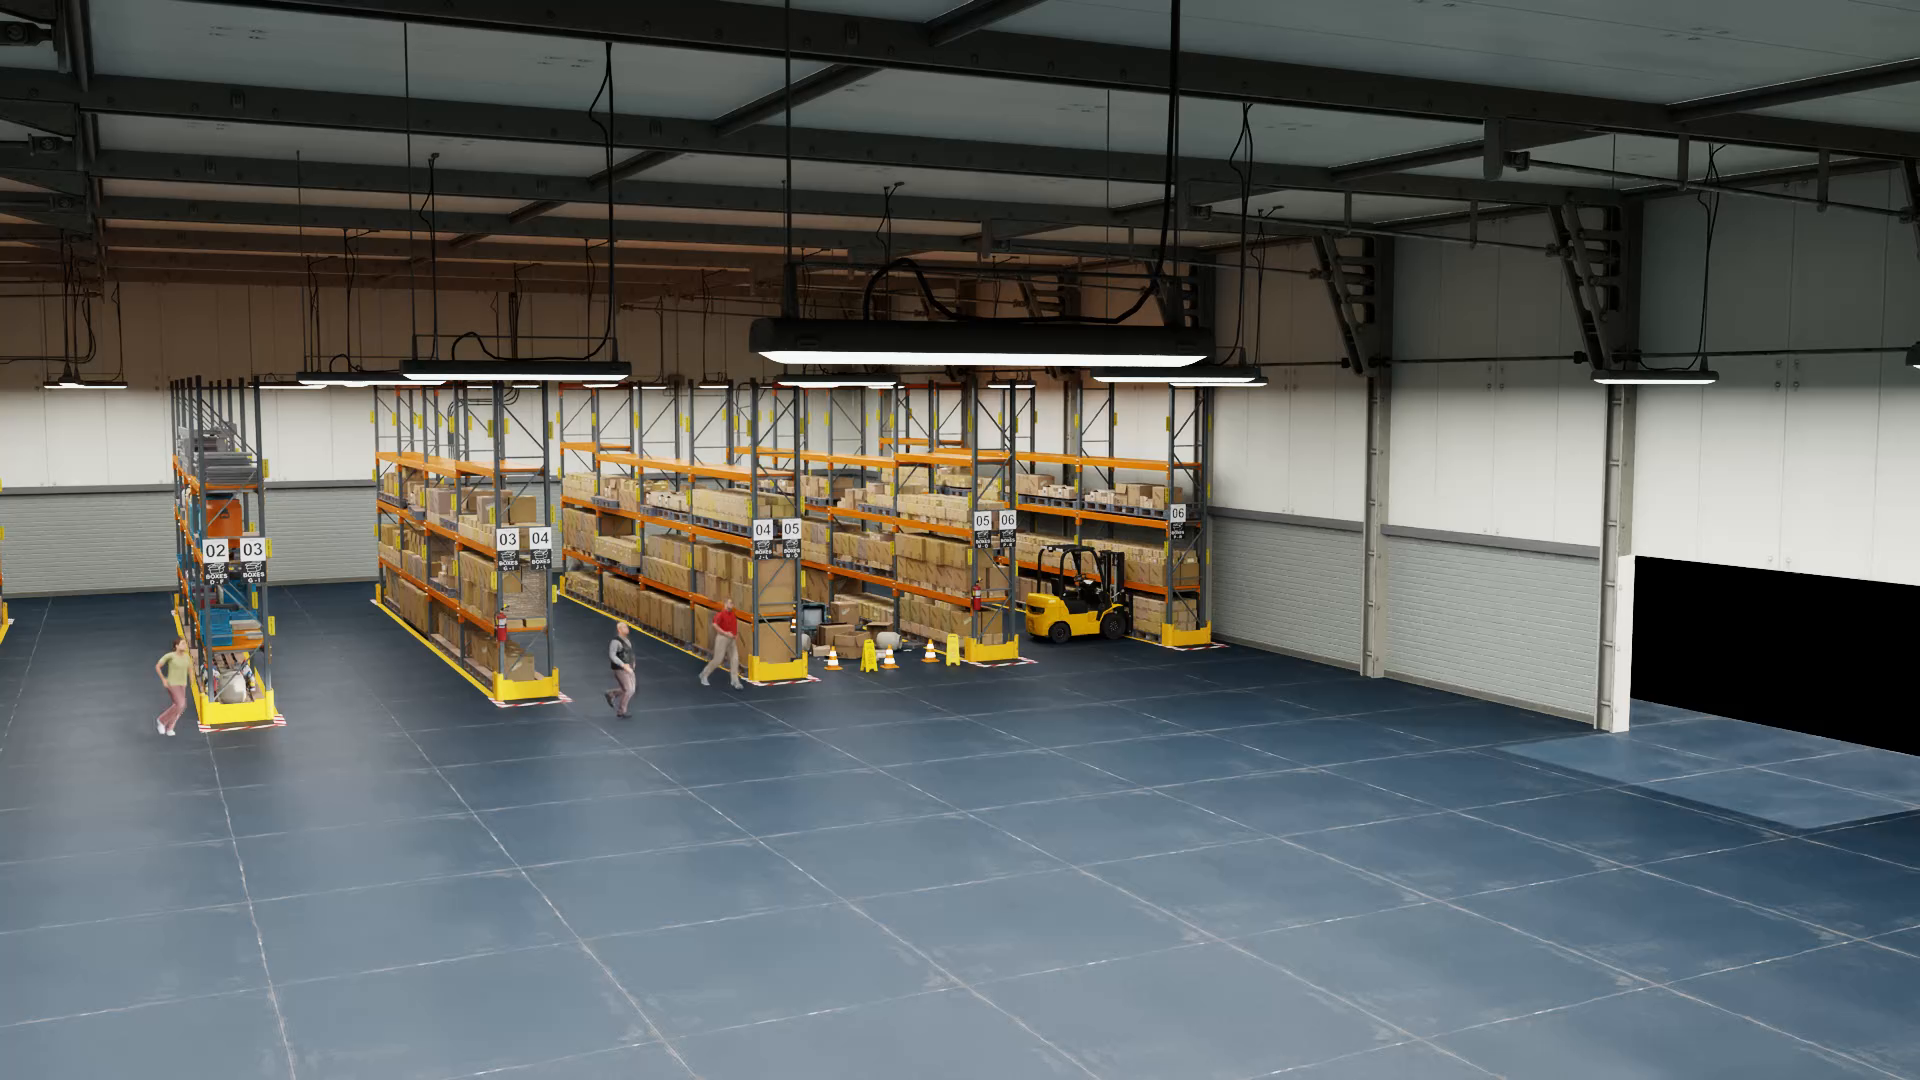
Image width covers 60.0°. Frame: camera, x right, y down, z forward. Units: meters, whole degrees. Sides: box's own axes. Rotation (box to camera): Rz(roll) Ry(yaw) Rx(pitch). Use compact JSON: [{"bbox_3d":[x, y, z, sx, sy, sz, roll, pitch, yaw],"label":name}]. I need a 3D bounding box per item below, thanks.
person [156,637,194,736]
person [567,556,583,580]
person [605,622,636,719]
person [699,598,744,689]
[{"bbox_3d":[-13.084,2.438,27.832,0.494,1.614,0.629,2,6,23],"label":"person"},{"bbox_3d":[-11.326,0.533,48.800,0.665,1.730,0.940,-1,5,-10],"label":"person"},{"bbox_3d":[-5.992,2.281,29.296,0.649,1.695,0.672,2,5,17],"label":"person"},{"bbox_3d":[-4.527,1.994,32.327,0.965,1.716,0.737,3,6,32],"label":"person"}]
